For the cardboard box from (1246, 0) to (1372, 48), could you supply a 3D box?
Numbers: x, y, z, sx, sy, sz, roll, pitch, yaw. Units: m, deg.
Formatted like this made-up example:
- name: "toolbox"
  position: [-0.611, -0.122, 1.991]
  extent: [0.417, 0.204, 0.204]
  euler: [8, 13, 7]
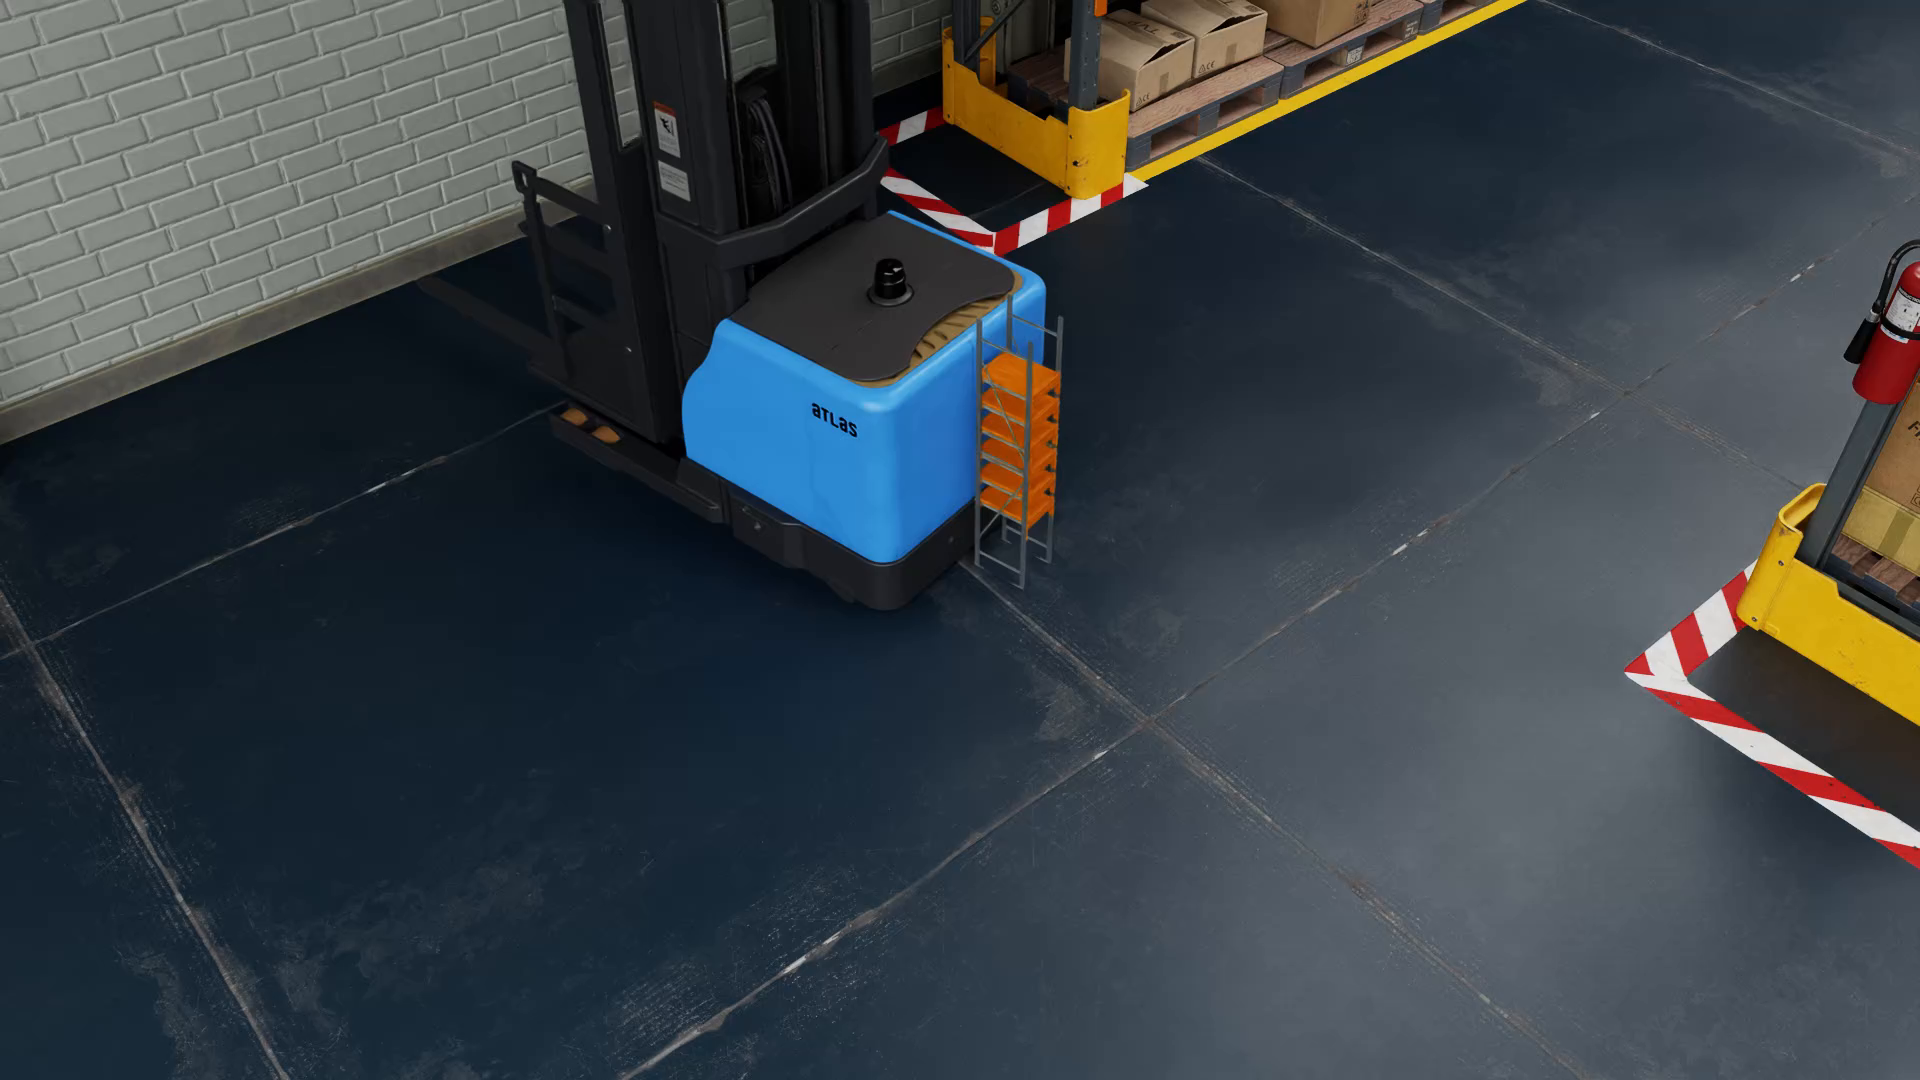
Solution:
- name: "cardboard box"
  position: [1.947, -3.243, 9.516]
  extent: [0.500, 0.500, 0.700]
  euler: [-33, 52, -30]

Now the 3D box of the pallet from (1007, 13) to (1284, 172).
- name: "pallet"
  position: [1.030, -2.546, 9.306]
  extent: [1.213, 0.211, 1.003]
  euler: [-30, 51, -28]

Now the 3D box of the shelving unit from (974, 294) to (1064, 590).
- name: "shelving unit"
  position: [0.211, -0.340, 6.236]
  extent: [0.258, 1.200, 0.189]
  euler: [27, 50, 26]

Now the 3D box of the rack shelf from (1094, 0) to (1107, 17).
- name: "rack shelf"
  position: [1.860, -3.807, 9.138]
  extent: [4.000, 0.370, 1.077]
  euler: [-30, 51, -28]

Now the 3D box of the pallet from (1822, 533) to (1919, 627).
- name: "pallet"
  position: [4.067, 0.068, 6.524]
  extent: [1.213, 0.211, 1.003]
  euler: [-30, 51, -28]

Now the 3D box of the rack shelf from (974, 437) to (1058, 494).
- name: "rack shelf"
  position: [0.211, -0.308, 6.266]
  extent: [0.258, 0.103, 0.180]
  euler: [27, 50, 26]

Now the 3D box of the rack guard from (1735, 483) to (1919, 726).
- name: "rack guard"
  position: [3.489, 0.331, 6.032]
  extent: [0.348, 0.500, 1.175]
  euler: [-30, 51, -28]

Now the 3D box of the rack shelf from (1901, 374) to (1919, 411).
- name: "rack shelf"
  position: [5.041, -1.207, 6.370]
  extent: [4.000, 0.370, 1.077]
  euler: [-30, 51, -28]

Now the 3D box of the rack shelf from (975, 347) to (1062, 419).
- name: "rack shelf"
  position: [0.211, -0.570, 6.019]
  extent: [0.258, 0.103, 0.180]
  euler: [27, 50, 26]

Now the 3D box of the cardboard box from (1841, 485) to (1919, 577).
- name: "cardboard box"
  position: [3.729, -0.132, 6.401]
  extent: [0.500, 0.250, 0.500]
  euler: [-30, 51, -28]

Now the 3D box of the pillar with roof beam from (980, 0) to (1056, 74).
- name: "pillar with roof beam"
  position: [3.070, -3.878, 4.306]
  extent: [0.400, 9.000, 9.100]
  euler: [-30, 51, -28]

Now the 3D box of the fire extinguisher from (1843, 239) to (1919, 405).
- name: "fire extinguisher"
  position: [3.118, -0.755, 5.419]
  extent: [0.183, 0.674, 0.296]
  euler: [-30, 51, -28]

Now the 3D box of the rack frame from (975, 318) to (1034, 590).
- name: "rack frame"
  position: [0.156, -0.290, 6.182]
  extent: [0.240, 1.200, 0.006]
  euler: [27, 50, 26]

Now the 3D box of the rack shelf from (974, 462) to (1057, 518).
- name: "rack shelf"
  position: [0.211, -0.220, 6.348]
  extent: [0.258, 0.103, 0.180]
  euler: [27, 50, 26]

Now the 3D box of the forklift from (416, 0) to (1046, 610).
- name: "forklift"
  position: [-1.130, -1.641, 6.357]
  extent: [3.031, 2.935, 1.130]
  euler: [28, 50, 27]

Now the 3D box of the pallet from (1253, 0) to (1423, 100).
- name: "pallet"
  position: [1.965, -3.079, 9.874]
  extent: [1.213, 0.211, 1.003]
  euler: [-30, 51, -28]

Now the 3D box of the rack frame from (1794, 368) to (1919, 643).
- name: "rack frame"
  position: [3.507, -0.591, 5.188]
  extent: [0.127, 3.000, 1.000]
  euler: [-30, 51, -28]

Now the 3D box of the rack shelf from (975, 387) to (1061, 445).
- name: "rack shelf"
  position: [0.211, -0.483, 6.102]
  extent: [0.258, 0.103, 0.180]
  euler: [27, 50, 26]

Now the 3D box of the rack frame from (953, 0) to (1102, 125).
- name: "rack frame"
  position: [0.326, -3.190, 7.956]
  extent: [0.127, 3.000, 1.000]
  euler: [-30, 51, -28]

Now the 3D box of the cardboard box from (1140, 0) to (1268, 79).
- name: "cardboard box"
  position: [1.352, -2.878, 9.266]
  extent: [0.500, 0.311, 0.500]
  euler: [-26, 49, -25]

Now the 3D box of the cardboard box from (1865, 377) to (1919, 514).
- name: "cardboard box"
  position: [3.728, -0.407, 6.146]
  extent: [0.500, 0.500, 0.500]
  euler: [-30, 51, -28]

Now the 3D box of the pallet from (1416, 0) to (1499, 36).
- name: "pallet"
  position: [2.902, -3.617, 10.447]
  extent: [1.213, 0.211, 1.003]
  euler: [-30, 51, -28]

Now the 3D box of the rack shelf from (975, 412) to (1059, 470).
- name: "rack shelf"
  position: [0.211, -0.395, 6.184]
  extent: [0.258, 0.103, 0.180]
  euler: [27, 50, 26]

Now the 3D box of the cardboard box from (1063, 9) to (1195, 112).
- name: "cardboard box"
  position: [0.914, -2.627, 8.999]
  extent: [0.500, 0.311, 0.500]
  euler: [33, 52, 30]

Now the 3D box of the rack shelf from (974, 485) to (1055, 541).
- name: "rack shelf"
  position: [0.211, -0.133, 6.430]
  extent: [0.258, 0.103, 0.180]
  euler: [27, 50, 26]

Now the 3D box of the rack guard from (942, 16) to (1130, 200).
- name: "rack guard"
  position: [0.384, -2.313, 8.847]
  extent: [0.348, 0.500, 1.175]
  euler: [-30, 51, -28]

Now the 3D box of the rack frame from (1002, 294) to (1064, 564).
- name: "rack frame"
  position: [0.266, -0.390, 6.289]
  extent: [0.240, 1.200, 0.006]
  euler: [27, 50, 26]
